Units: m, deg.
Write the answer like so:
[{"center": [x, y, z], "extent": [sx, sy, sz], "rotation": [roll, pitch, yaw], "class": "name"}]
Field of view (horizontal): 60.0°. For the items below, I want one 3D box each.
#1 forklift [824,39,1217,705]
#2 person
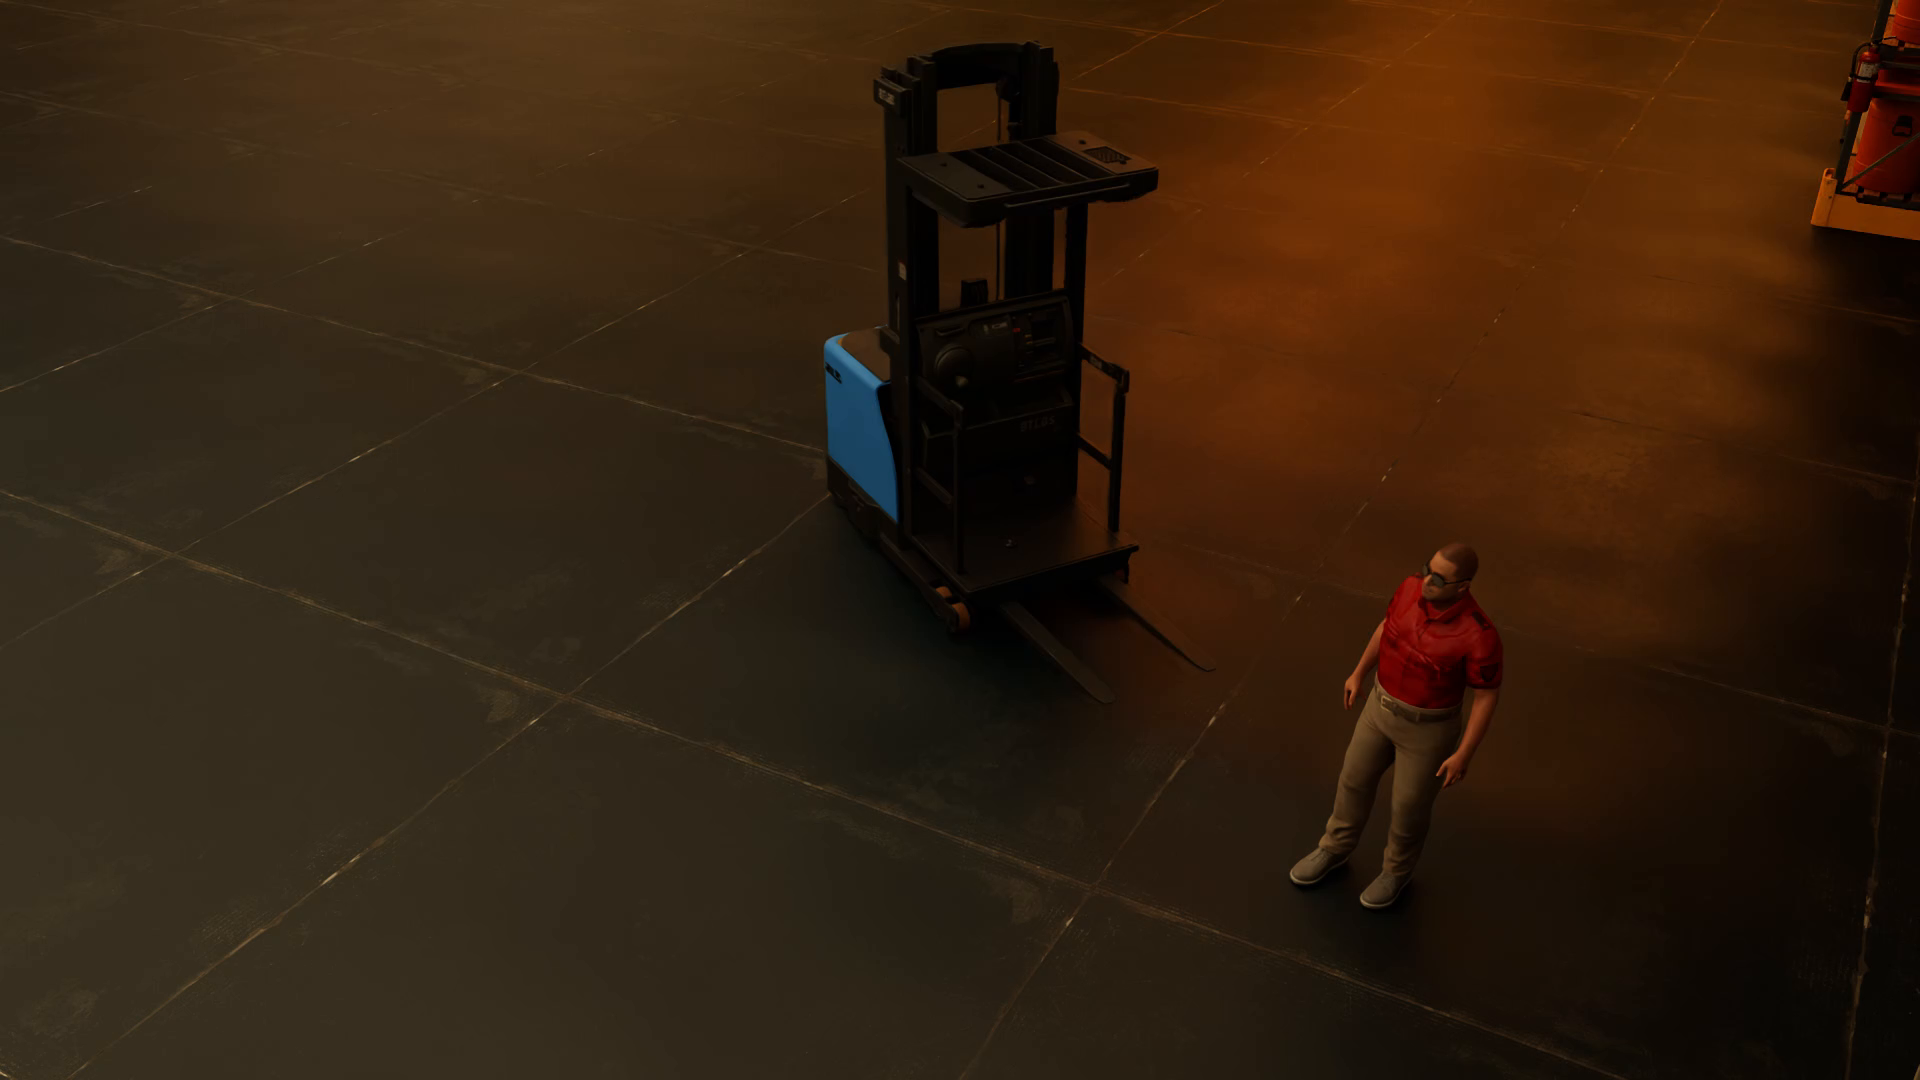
[{"center": [0.301, -1.017, 8.833], "extent": [1.130, 2.935, 3.031], "rotation": [-15, 33, -24], "class": "forklift"}, {"center": [1.815, 0.784, 6.911], "extent": [0.544, 1.731, 0.677], "rotation": [-20, 35, -30], "class": "person"}]
